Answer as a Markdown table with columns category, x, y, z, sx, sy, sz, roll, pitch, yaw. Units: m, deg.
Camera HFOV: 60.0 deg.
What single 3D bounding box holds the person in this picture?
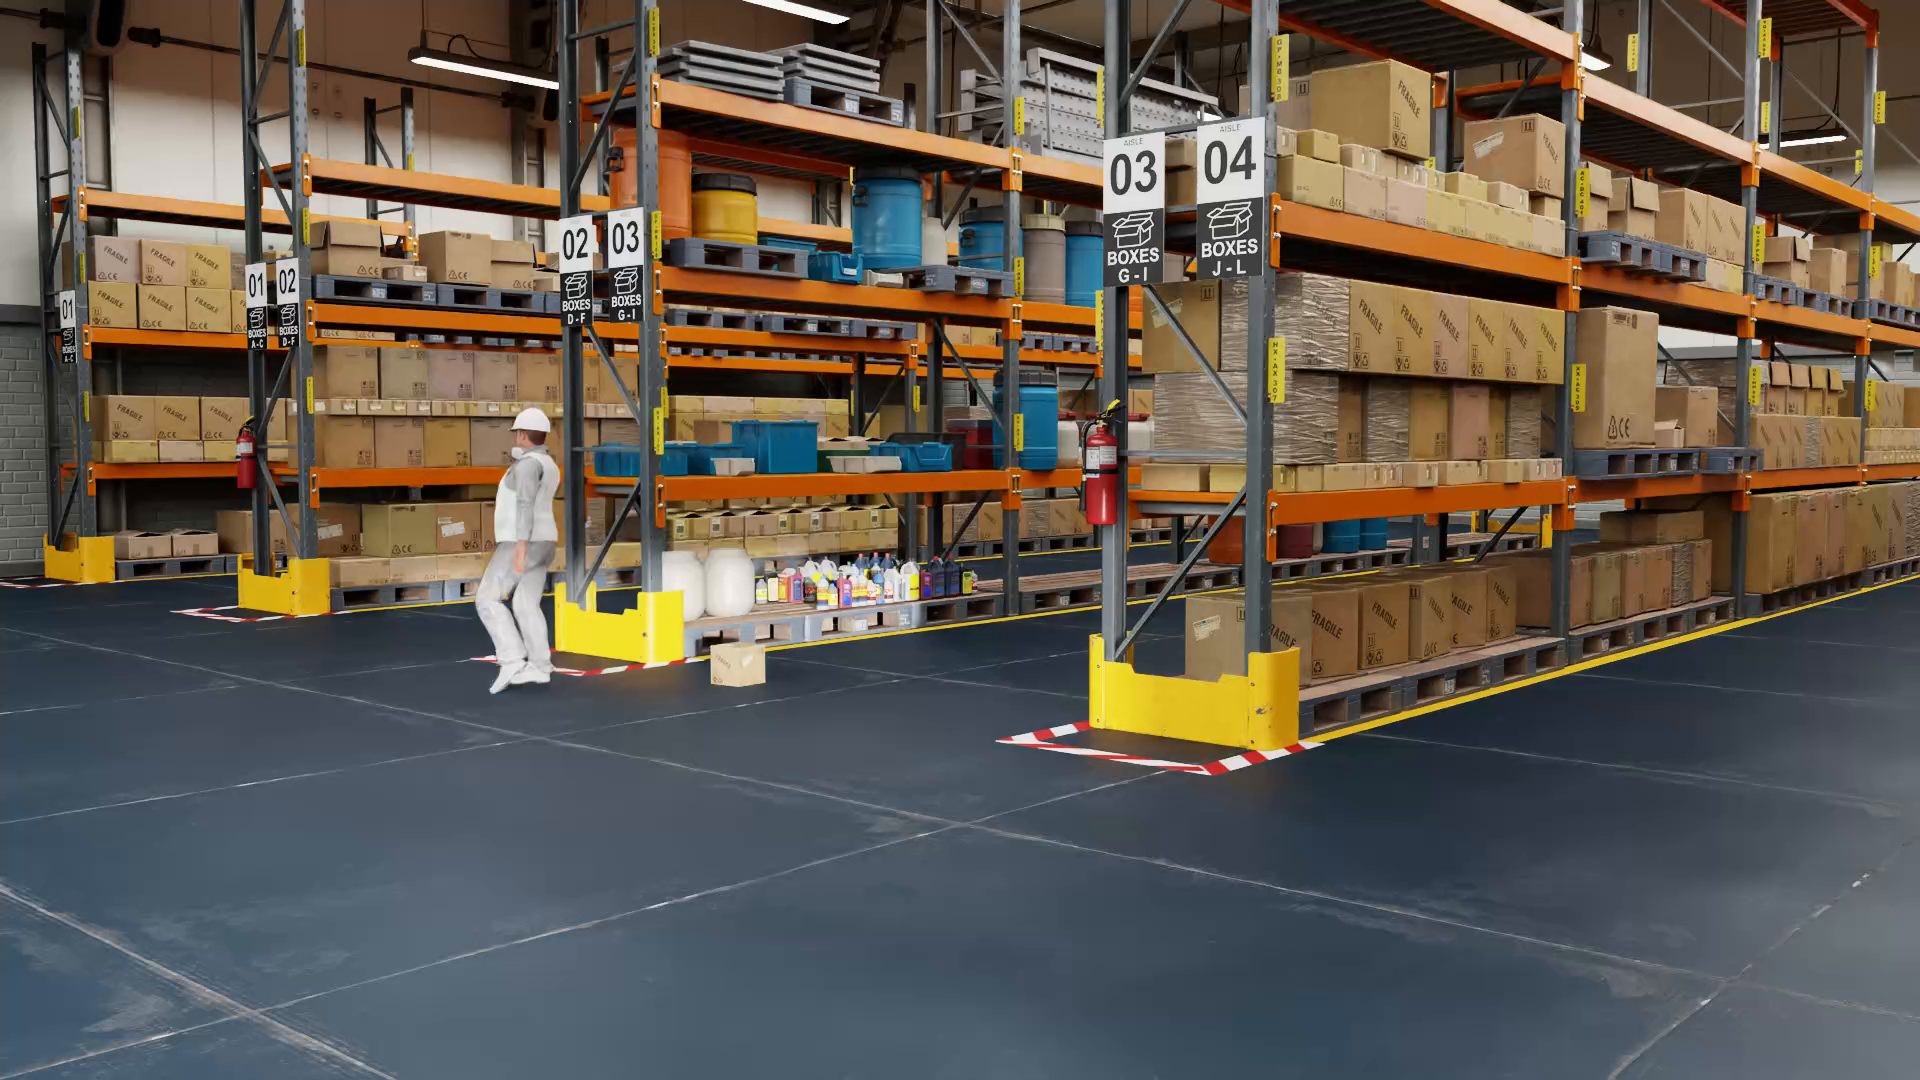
| category | x | y | z | sx | sy | sz | roll | pitch | yaw |
| --- | --- | --- | --- | --- | --- | --- | --- | --- | --- |
| person | -2.817 | 0.060 | 10.619 | 0.468 | 1.797 | 0.644 | 0 | 4 | 6 |
